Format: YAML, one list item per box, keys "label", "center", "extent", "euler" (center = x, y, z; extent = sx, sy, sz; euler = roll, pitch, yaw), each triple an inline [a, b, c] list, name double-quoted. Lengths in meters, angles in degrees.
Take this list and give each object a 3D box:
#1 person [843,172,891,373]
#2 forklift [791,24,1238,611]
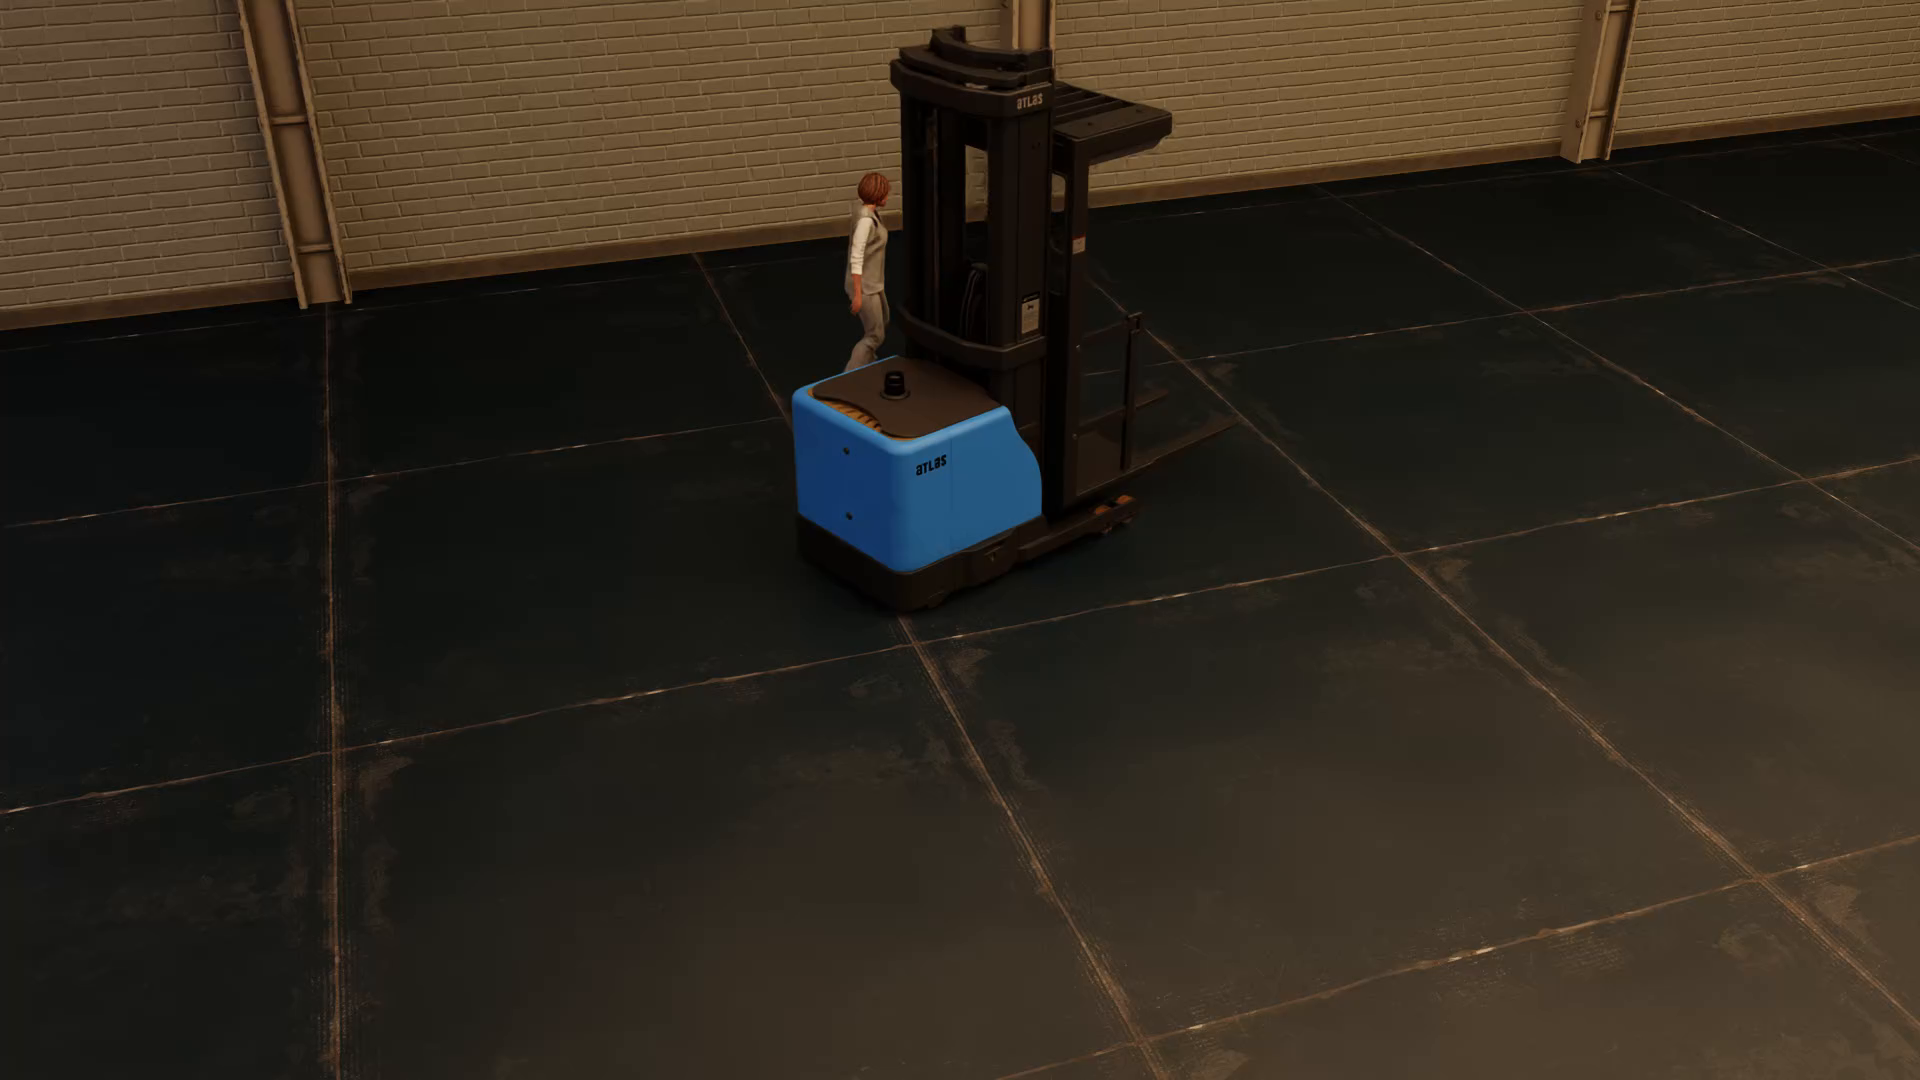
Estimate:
- label: "person"
  center: [-0.664, -1.751, 11.459]
  extent: [0.397, 1.562, 0.729]
  euler: [-1, 30, -1]
- label: "forklift"
  center: [0.475, -1.488, 9.673]
  extent: [3.031, 2.935, 1.130]
  euler: [-24, 37, -35]
